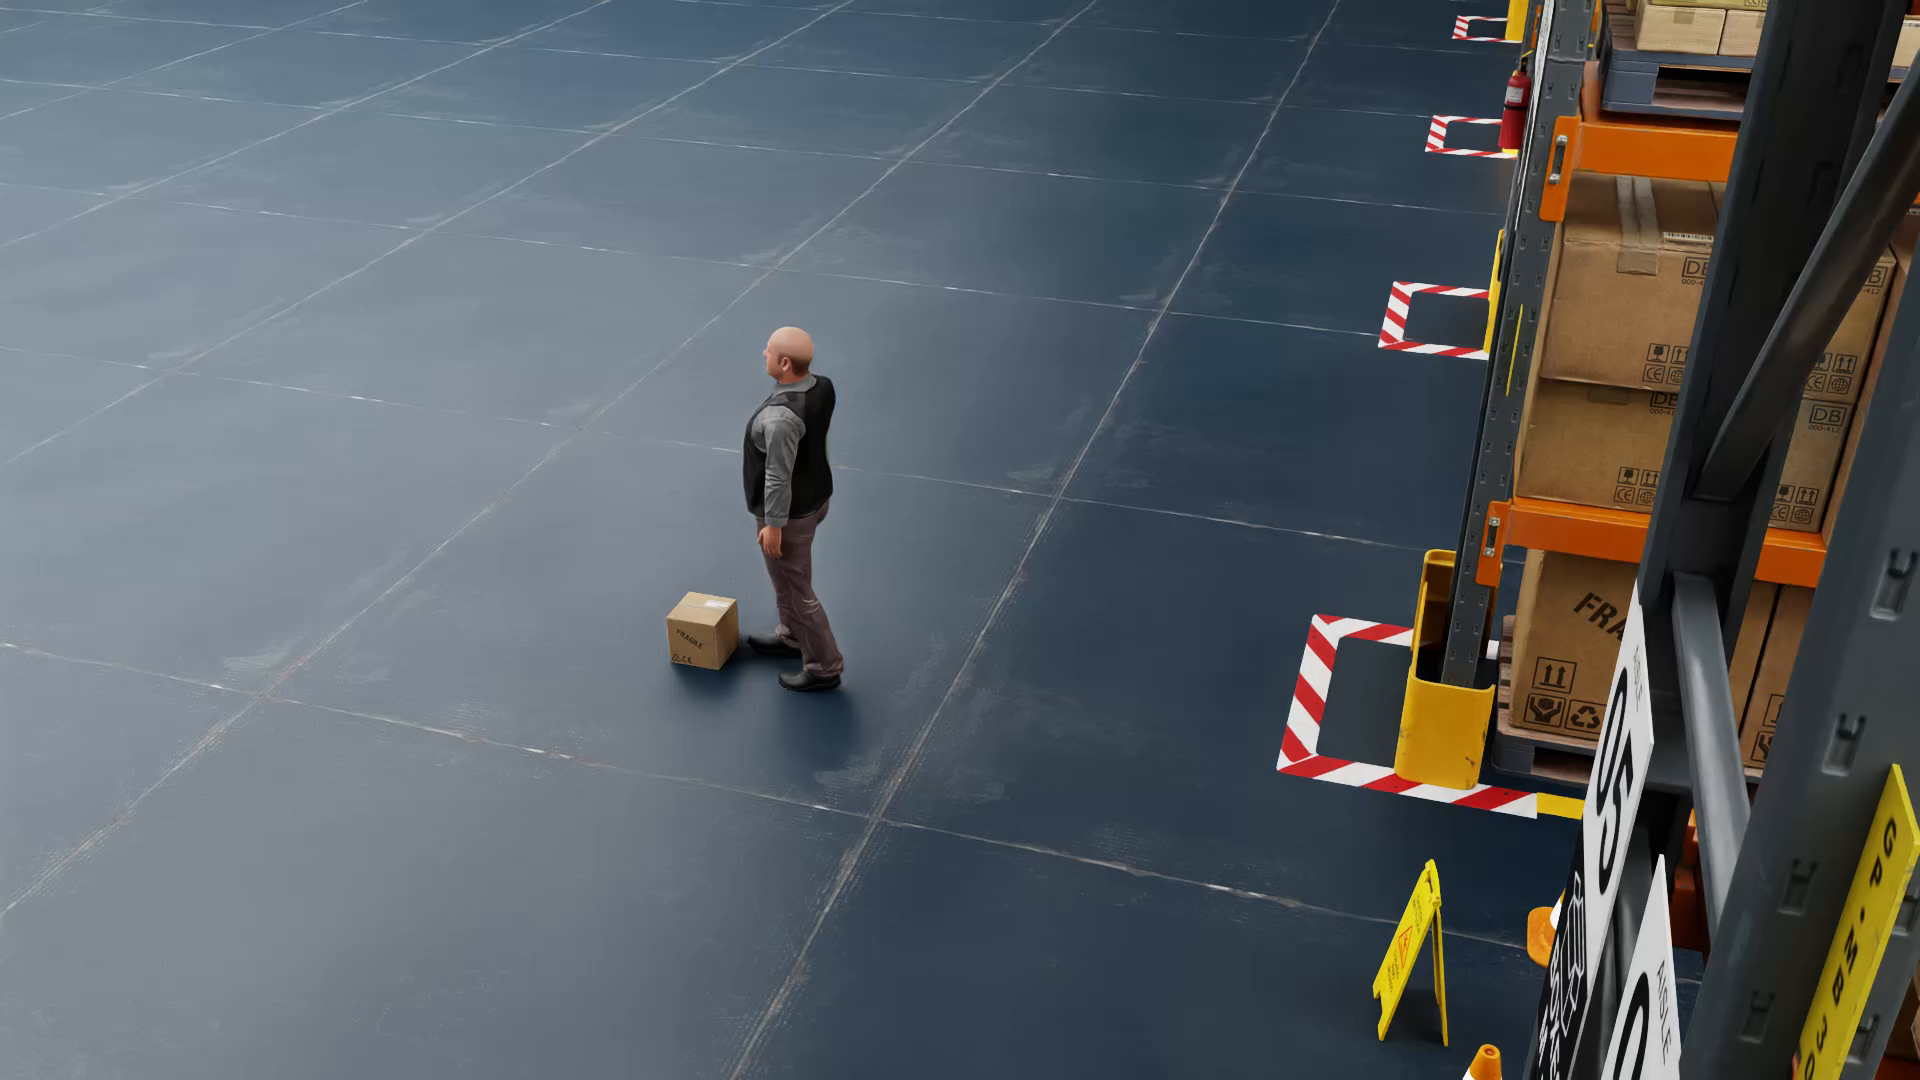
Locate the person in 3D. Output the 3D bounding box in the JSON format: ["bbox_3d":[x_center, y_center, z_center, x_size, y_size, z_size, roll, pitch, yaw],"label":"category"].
[{"bbox_3d":[-0.780,-0.141,7.418,0.567,1.731,0.544,9,30,15],"label":"person"}]
